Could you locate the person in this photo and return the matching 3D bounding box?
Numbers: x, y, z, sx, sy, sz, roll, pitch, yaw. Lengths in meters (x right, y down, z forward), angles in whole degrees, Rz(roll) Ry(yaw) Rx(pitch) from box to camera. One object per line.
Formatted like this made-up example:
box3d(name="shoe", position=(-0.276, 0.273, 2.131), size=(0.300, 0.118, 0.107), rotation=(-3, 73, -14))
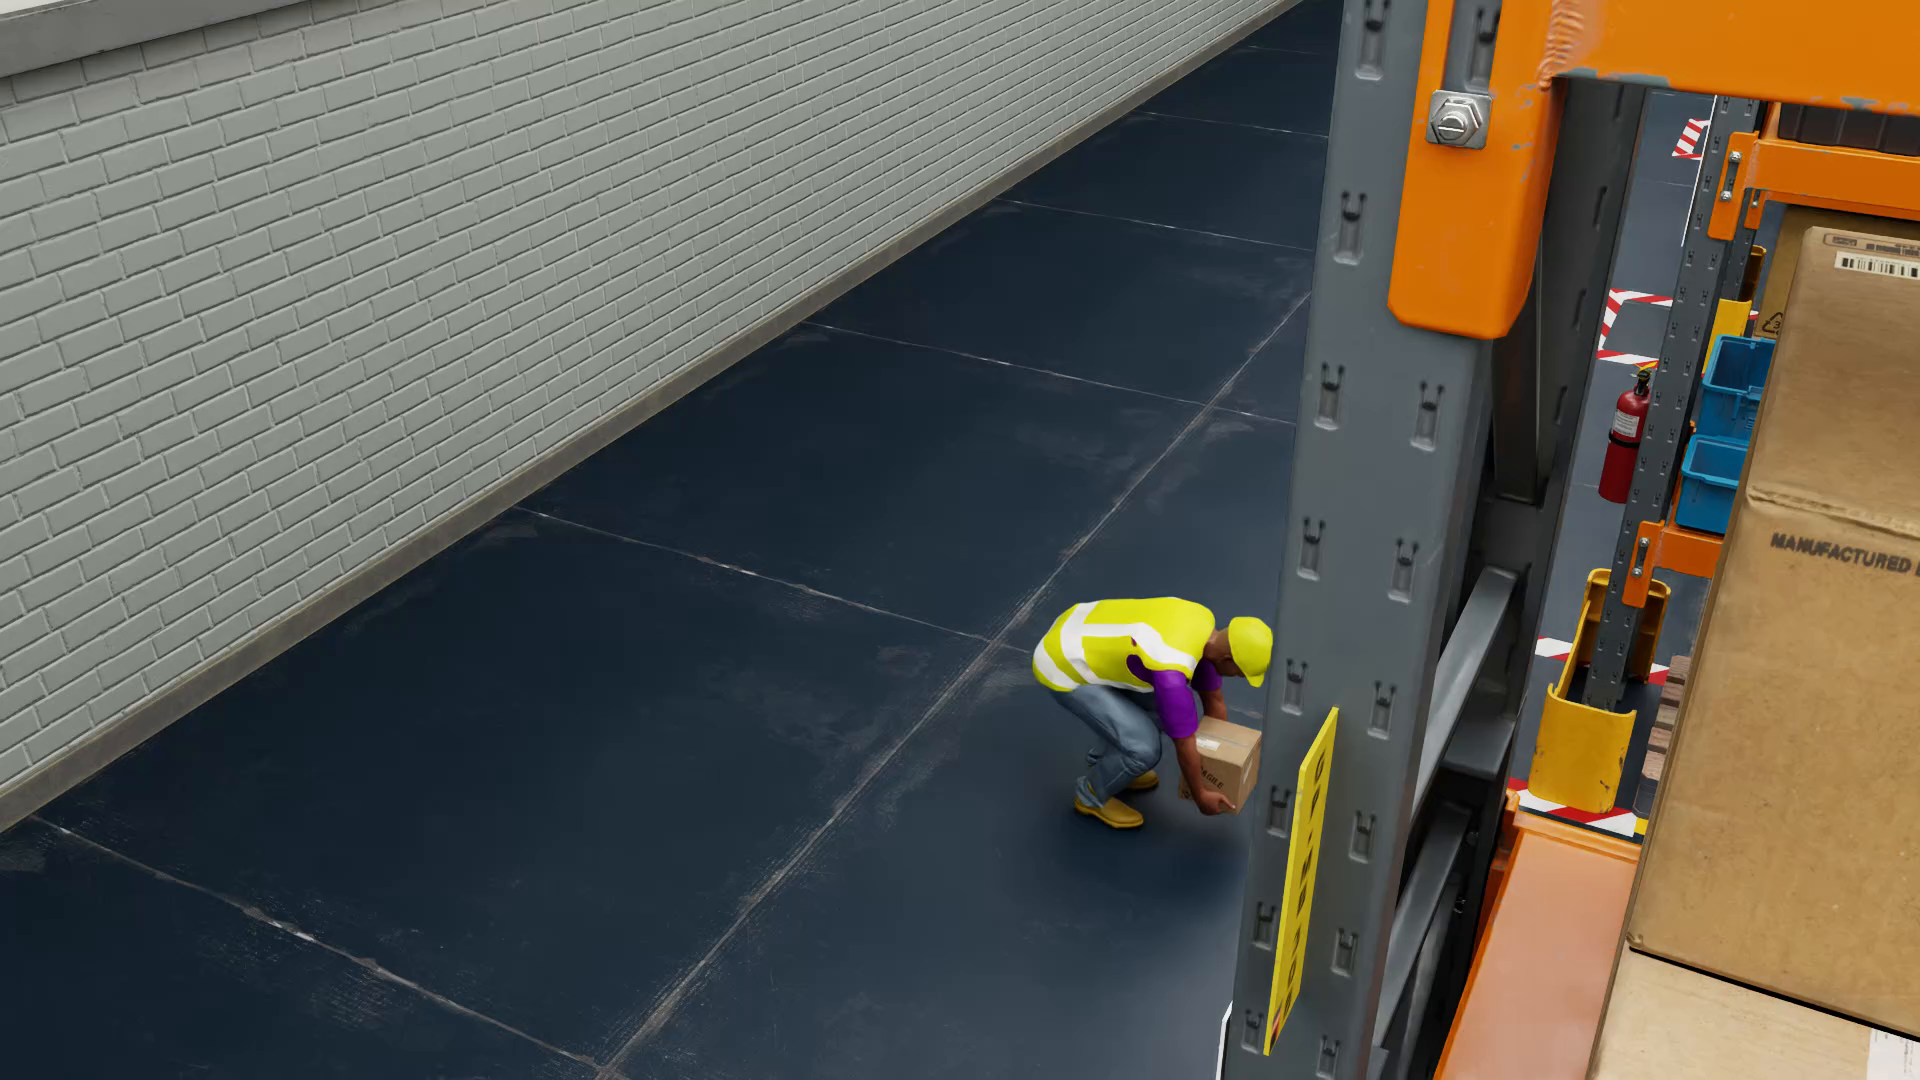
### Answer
box3d(name="person", position=(0.783, 0.659, 6.684), size=(0.965, 1.042, 0.513), rotation=(13, 32, 21))
